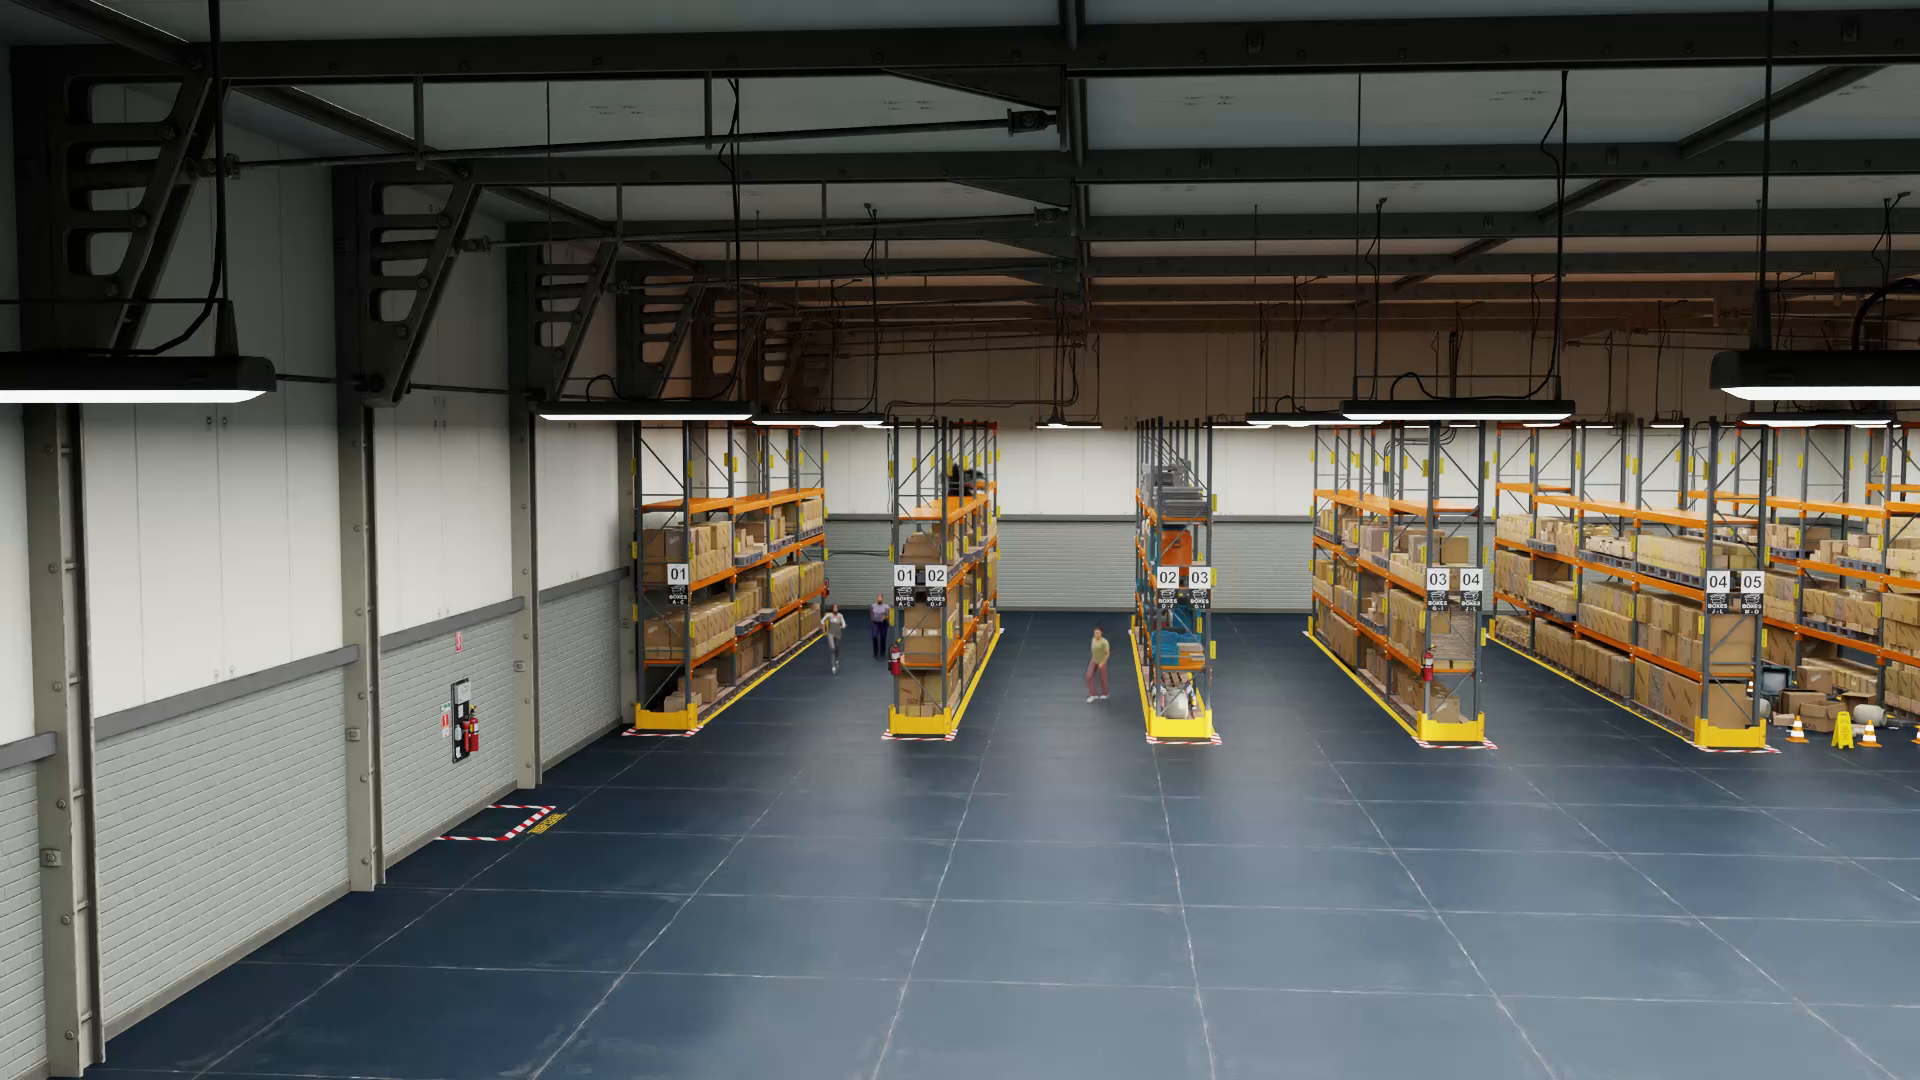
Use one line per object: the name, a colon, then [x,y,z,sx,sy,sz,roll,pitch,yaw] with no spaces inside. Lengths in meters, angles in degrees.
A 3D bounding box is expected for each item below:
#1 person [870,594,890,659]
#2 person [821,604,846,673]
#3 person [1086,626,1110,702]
person: [-2.021,2.190,42.001,0.524,1.652,0.797,0,4,0]
person: [-3.020,2.323,39.787,0.571,1.620,0.869,-1,4,-12]
person: [2.990,2.599,35.186,0.522,1.598,0.797,2,4,30]
